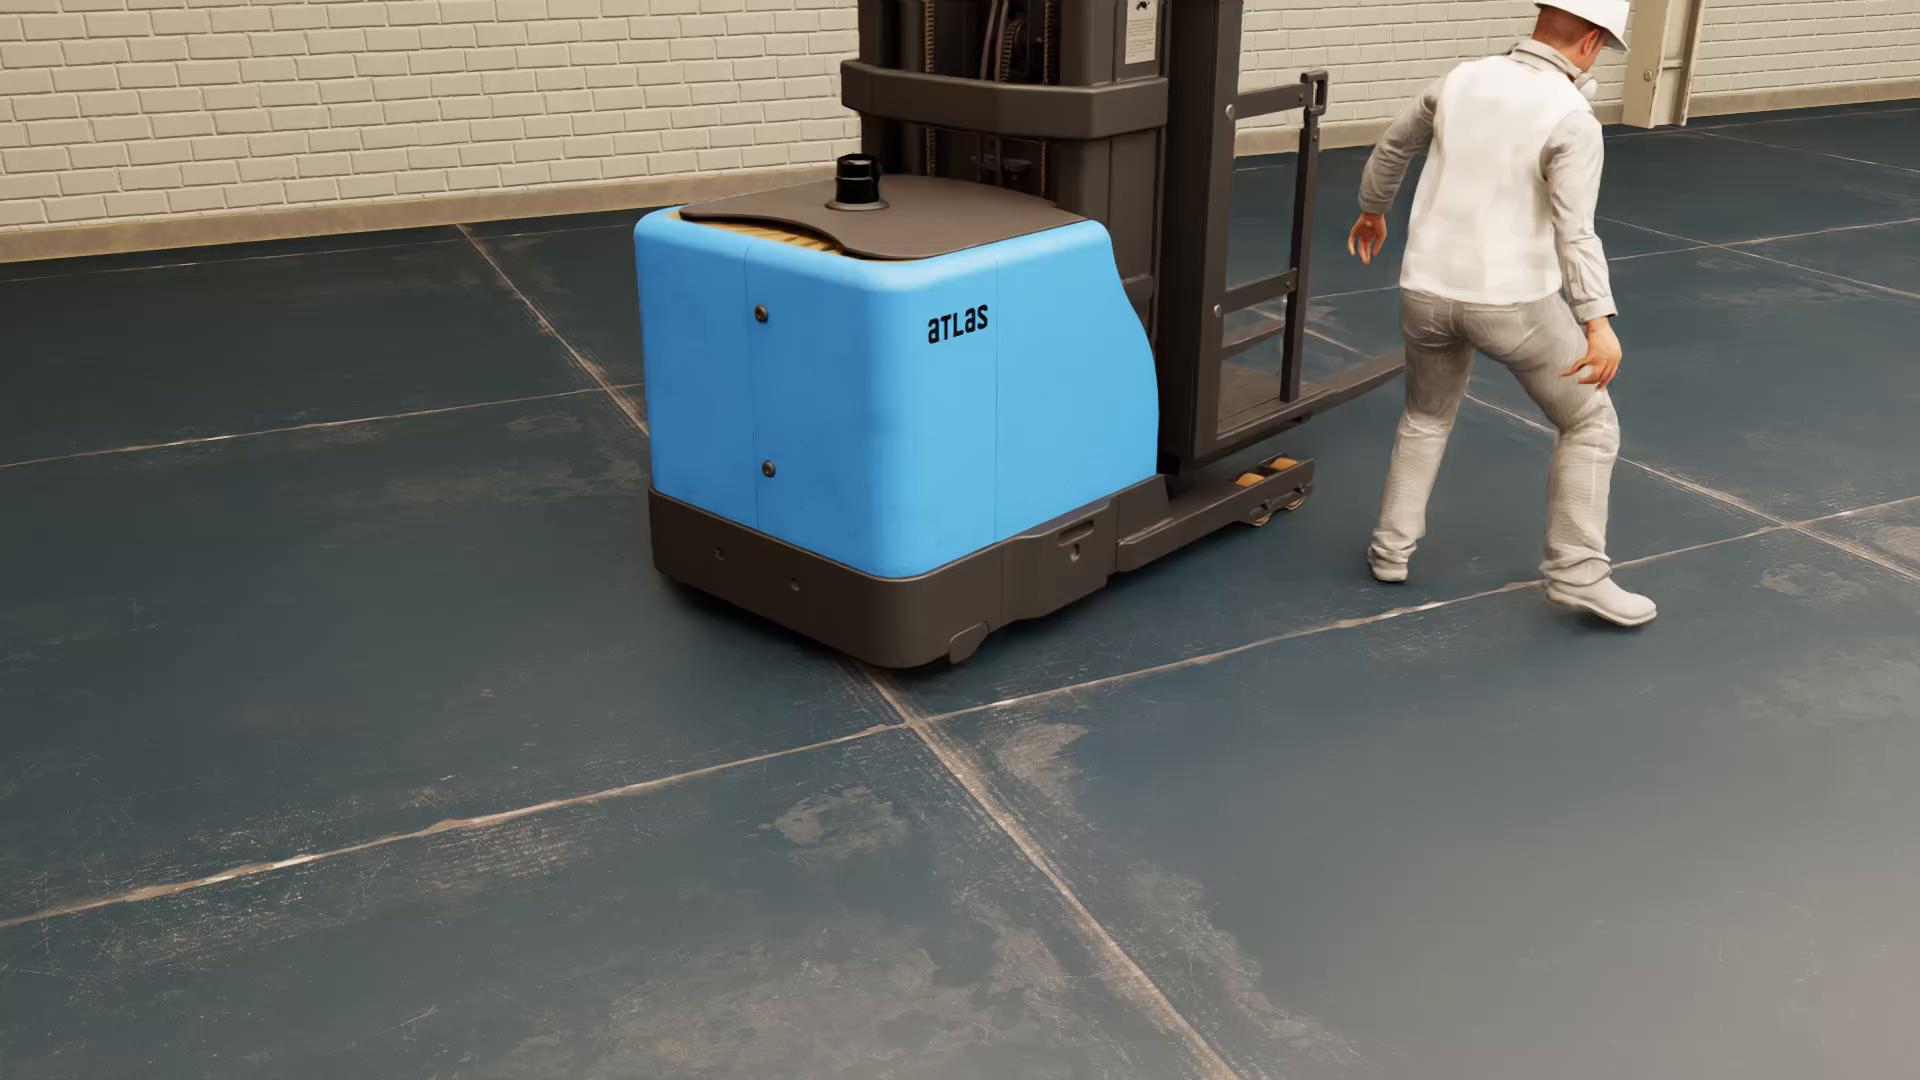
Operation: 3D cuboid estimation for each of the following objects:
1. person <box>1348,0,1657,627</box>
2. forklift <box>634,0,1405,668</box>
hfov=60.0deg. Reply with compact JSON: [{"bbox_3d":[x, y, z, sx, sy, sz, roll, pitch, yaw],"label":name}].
[{"bbox_3d":[1.485,-0.671,4.538,0.502,1.711,1.072,-17,28,-35],"label":"person"},{"bbox_3d":[0.491,-1.513,4.928,1.130,2.935,3.031,19,29,39],"label":"forklift"}]
